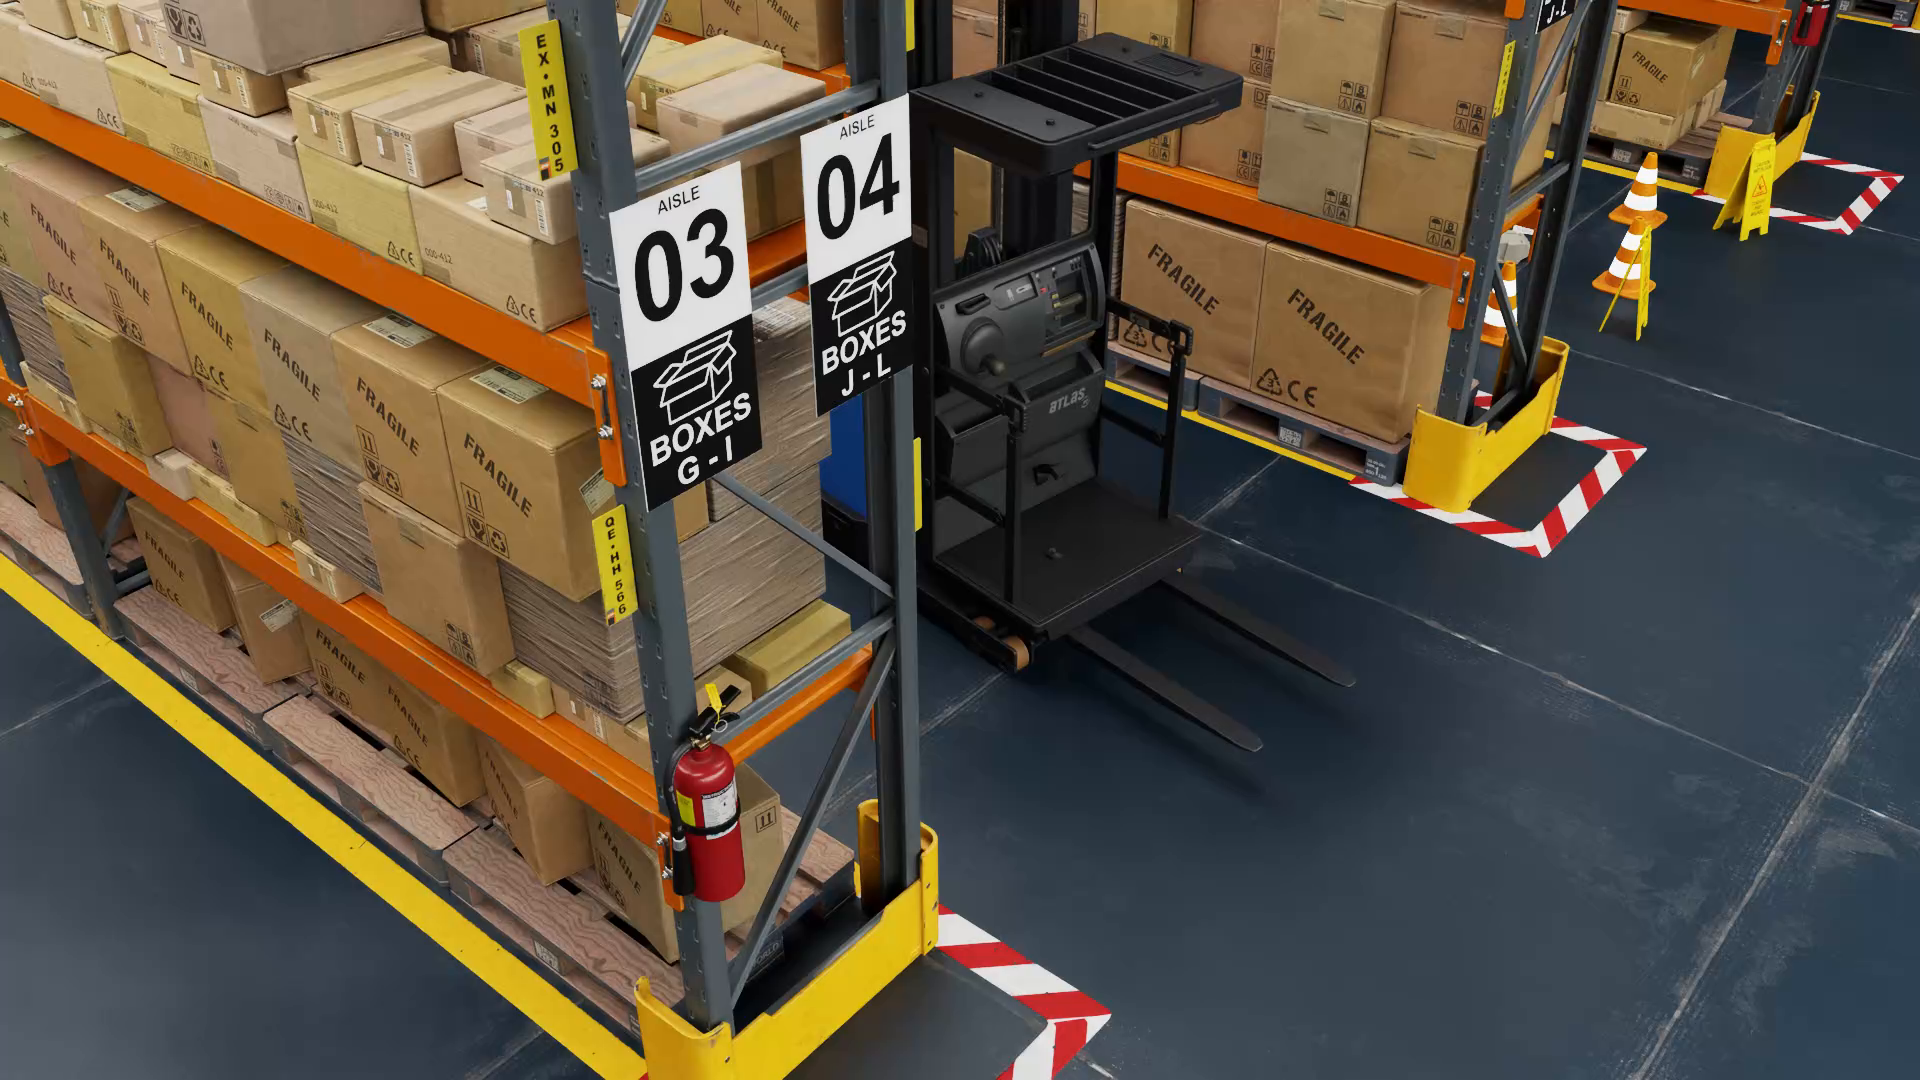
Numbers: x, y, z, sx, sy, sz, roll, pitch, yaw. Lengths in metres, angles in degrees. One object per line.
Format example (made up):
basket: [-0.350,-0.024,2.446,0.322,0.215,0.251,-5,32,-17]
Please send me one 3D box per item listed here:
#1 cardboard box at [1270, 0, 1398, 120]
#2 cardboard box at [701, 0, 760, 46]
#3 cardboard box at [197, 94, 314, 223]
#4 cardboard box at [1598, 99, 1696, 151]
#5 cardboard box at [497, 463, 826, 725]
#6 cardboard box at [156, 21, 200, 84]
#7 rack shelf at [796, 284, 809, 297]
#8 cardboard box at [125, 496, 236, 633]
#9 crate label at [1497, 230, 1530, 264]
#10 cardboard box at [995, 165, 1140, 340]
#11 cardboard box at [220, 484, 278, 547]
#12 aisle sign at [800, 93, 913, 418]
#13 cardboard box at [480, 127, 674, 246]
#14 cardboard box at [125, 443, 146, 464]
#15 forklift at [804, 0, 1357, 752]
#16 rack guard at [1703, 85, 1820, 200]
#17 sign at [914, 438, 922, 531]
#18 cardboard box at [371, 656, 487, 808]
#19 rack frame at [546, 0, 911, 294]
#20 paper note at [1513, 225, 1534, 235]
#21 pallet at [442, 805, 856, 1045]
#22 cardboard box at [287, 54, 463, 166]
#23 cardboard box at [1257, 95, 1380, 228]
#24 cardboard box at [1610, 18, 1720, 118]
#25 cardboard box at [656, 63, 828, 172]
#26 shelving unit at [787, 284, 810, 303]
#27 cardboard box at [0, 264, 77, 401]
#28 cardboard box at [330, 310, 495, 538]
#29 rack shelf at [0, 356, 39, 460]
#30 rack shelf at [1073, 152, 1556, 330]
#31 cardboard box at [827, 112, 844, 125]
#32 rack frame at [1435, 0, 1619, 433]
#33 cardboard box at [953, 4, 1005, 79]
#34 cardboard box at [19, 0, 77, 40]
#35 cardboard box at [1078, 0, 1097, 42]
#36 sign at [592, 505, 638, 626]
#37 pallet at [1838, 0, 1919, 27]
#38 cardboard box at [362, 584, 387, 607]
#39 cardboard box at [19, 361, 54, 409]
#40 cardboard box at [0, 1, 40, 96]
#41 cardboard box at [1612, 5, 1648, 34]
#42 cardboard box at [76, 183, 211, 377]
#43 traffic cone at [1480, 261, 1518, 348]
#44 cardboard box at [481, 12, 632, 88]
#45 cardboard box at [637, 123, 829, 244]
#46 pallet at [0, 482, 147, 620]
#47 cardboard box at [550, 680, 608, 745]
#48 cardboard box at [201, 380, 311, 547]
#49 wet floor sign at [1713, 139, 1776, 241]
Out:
cardboard box: [2.010,-2.499,8.152,0.550,0.550,0.875,25,42,32]
cardboard box: [-1.283,-3.427,10.502,0.500,0.500,0.500,25,42,31]
cardboard box: [-1.806,-1.168,4.783,0.500,0.250,0.500,26,42,33]
cardboard box: [5.029,-3.096,12.166,0.500,0.250,0.500,25,42,32]
cardboard box: [-0.905,0.065,5.155,0.500,0.500,0.875,25,42,32]
cardboard box: [-2.089,-1.458,4.854,0.250,0.149,0.380,23,41,30]
rack shelf: [-0.760,-1.313,8.407,0.258,0.148,0.480,-27,43,-33]
cardboard box: [-3.292,0.011,7.422,0.500,0.500,0.500,24,41,31]
crate label: [3.593,-1.938,10.951,0.298,0.136,0.250,6,35,8]
cardboard box: [0.811,-1.844,9.792,0.875,0.875,0.875,26,42,32]
cardboard box: [-2.439,-0.159,6.054,0.250,0.149,0.380,25,42,32]
aisle sign: [-0.260,-0.740,4.381,0.004,0.787,0.394,25,42,32]
cardboard box: [-0.912,-0.864,3.989,0.250,0.149,0.380,25,42,32]
cardboard box: [-3.009,-0.435,6.456,0.250,0.149,0.380,25,42,32]
forklift: [0.414,-0.945,7.037,1.130,2.935,3.031,-27,43,-33]
rack guard: [5.783,-2.869,11.986,0.348,0.500,1.175,25,42,32]
sign: [-0.152,-0.153,5.058,0.005,0.325,0.100,25,42,32]
cardboard box: [-1.919,0.627,6.524,0.500,0.500,0.500,-29,44,-36]
rack frame: [-0.499,-2.033,3.261,0.127,3.000,1.000,25,42,32]
paper note: [3.841,-2.124,11.316,0.142,0.019,0.148,12,36,16]
pallet: [-1.160,1.252,6.240,1.213,0.211,1.003,25,42,32]
cardboard box: [-1.526,-1.141,4.393,0.250,0.149,0.380,25,42,32]
cardboard box: [2.001,-2.048,8.449,0.550,0.550,0.875,25,42,32]
cardboard box: [5.059,-3.397,11.942,0.500,0.500,0.500,26,42,32]
cardboard box: [-0.563,-1.099,4.332,0.250,0.149,0.380,25,42,32]
shelving unit: [-0.760,-0.989,8.630,0.258,1.200,0.503,-27,43,-33]
cardboard box: [-3.267,-0.983,6.680,0.500,0.500,0.875,25,42,32]
cardboard box: [-1.468,-0.406,4.958,0.500,0.500,0.500,25,42,32]
rack shelf: [-5.111,-1.437,8.328,4.000,0.370,1.077,25,42,32]
rack shelf: [1.215,-2.109,9.307,4.000,0.370,1.077,25,42,32]
cardboard box: [-0.857,-2.562,10.947,0.750,0.750,1.050,25,42,32]
rack frame: [2.752,-1.681,8.049,0.127,3.000,1.000,25,42,32]
cardboard box: [0.406,-2.874,9.653,0.550,0.550,0.875,25,42,32]
cardboard box: [-2.713,-1.717,5.232,0.250,0.149,0.380,24,41,31]
cardboard box: [0.763,-3.085,9.005,0.550,0.550,0.875,25,42,32]
sign: [-0.870,0.067,4.201,0.005,0.325,0.100,25,42,32]
pallet: [8.400,-5.142,15.551,1.213,0.211,1.003,25,42,32]
cardboard box: [-1.822,0.084,5.699,0.250,0.149,0.380,25,42,32]
cardboard box: [-3.601,-0.697,6.837,0.250,0.149,0.380,25,42,32]
cardboard box: [-2.982,-1.720,5.587,0.500,0.250,0.500,25,42,31]
cardboard box: [4.734,-3.768,11.910,0.250,0.149,0.380,27,43,33]
cardboard box: [-2.621,-0.949,5.749,0.500,0.500,0.500,25,42,32]
traffic cone: [3.252,-1.446,9.946,0.334,0.463,0.336,25,42,32]
cardboard box: [-1.137,-1.403,4.774,0.250,0.149,0.380,27,43,34]
cardboard box: [-0.704,-1.022,4.571,0.500,0.250,0.500,27,43,33]
pallet: [-4.173,-0.141,8.268,1.213,0.211,1.003,25,42,32]
cardboard box: [-1.042,0.439,5.183,0.250,0.149,0.380,25,42,32]
cardboard box: [-2.099,-0.450,5.905,0.500,0.500,0.875,25,42,32]
wet floor sign: [5.303,-2.367,11.126,0.267,0.644,0.232,-18,38,-25]
